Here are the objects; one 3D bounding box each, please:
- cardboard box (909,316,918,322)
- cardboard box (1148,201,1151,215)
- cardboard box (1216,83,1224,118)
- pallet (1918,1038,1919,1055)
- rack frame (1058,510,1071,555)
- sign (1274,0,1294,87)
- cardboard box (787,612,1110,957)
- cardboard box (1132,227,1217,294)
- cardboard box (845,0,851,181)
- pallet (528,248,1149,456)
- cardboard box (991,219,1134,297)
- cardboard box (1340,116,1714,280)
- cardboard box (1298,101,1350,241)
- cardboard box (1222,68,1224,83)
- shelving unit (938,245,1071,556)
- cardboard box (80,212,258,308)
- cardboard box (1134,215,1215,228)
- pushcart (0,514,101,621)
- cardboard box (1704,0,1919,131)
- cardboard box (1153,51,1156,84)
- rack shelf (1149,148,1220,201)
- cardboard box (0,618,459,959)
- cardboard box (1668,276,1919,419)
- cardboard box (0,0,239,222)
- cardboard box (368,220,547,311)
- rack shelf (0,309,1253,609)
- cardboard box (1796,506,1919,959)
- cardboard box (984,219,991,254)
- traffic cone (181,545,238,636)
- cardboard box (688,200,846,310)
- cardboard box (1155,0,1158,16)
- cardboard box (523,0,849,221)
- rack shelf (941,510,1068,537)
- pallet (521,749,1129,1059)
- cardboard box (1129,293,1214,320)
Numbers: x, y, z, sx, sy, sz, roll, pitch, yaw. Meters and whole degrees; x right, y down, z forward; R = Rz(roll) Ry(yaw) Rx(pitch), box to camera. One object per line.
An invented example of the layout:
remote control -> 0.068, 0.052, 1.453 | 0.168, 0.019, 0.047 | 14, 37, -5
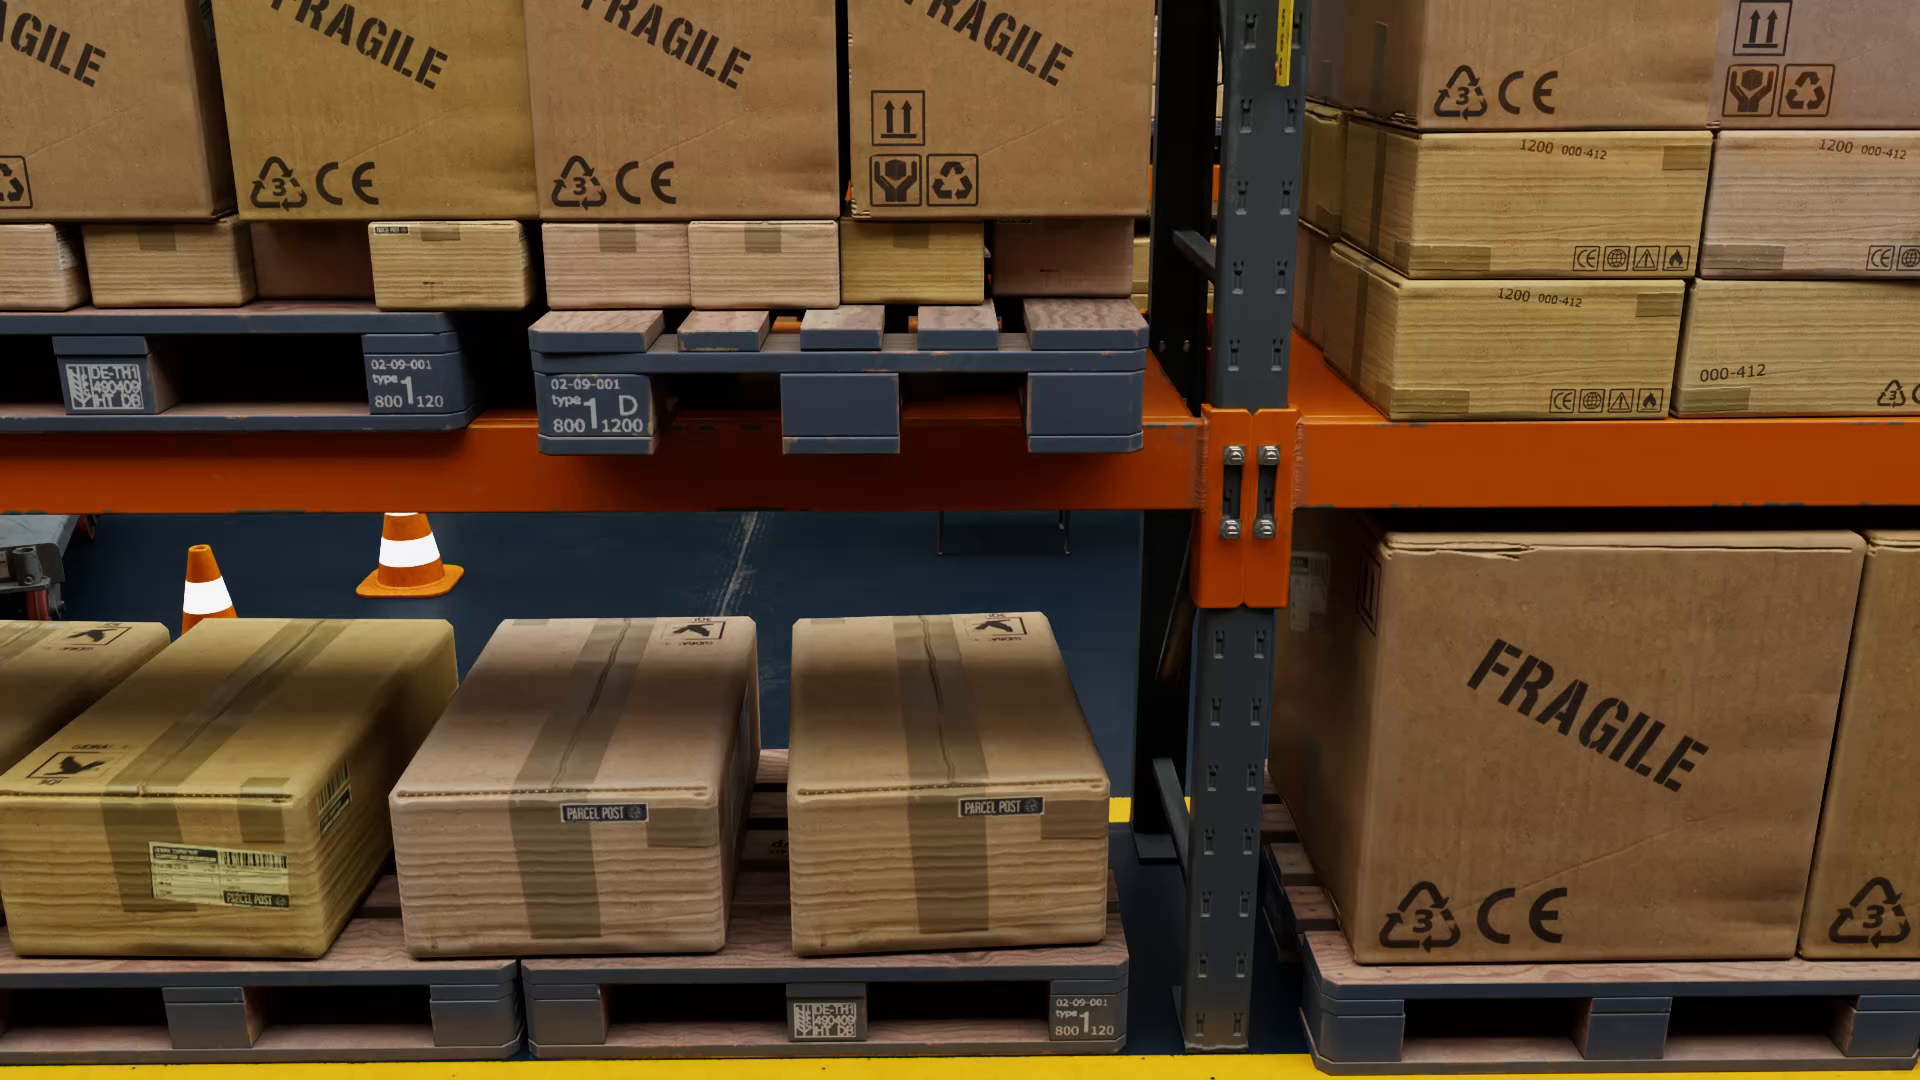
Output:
cardboard box -> -0.282, -1.215, 8.420 | 0.750, 0.750, 1.050 | -1, 18, -2
cardboard box -> 1.041, -2.762, 13.039 | 0.875, 0.875, 1.225 | -1, 18, -3
cardboard box -> 1.317, -2.085, 7.861 | 0.250, 0.149, 0.380 | 1, 18, 2
pallet -> 2.514, 0.792, 3.735 | 1.213, 0.211, 1.003 | 0, 18, -1
rack frame -> 0.410, -1.002, 6.233 | 0.015, 2.100, 0.400 | 0, 18, -1
sign -> 0.525, -0.898, 2.672 | 0.005, 0.325, 0.100 | 0, 18, -1
cardboard box -> -0.058, 0.500, 3.691 | 0.625, 0.372, 0.950 | -1, 18, -5
cardboard box -> 1.021, -1.358, 8.047 | 0.500, 0.250, 0.500 | -1, 18, -3
cardboard box -> -0.467, -1.004, 3.427 | 0.500, 0.500, 0.500 | 1, 18, 2
pallet -> -0.204, -0.423, 3.270 | 1.003, 0.211, 1.213 | 0, 18, -1
cardboard box -> 0.183, -0.557, 3.098 | 0.250, 0.149, 0.380 | 0, 18, 1
cardboard box -> 1.018, -0.644, 3.072 | 0.500, 0.250, 0.500 | 0, 18, -1
cardboard box -> 0.988, -0.797, 3.549 | 0.500, 0.250, 0.500 | 0, 18, -1
cardboard box -> 1.353, -2.229, 7.822 | 0.250, 0.149, 0.380 | -1, 18, -3
shelving unit -> 0.166, -1.001, 6.229 | 0.503, 2.100, 0.431 | 0, 18, -1
cardboard box -> -1.365, -0.526, 2.999 | 0.250, 0.149, 0.380 | -1, 18, -3
cardboard box -> 1.008, -1.512, 8.527 | 0.500, 0.250, 0.500 | -1, 18, -2
pushcart -> -3.578, 0.021, 5.863 | 0.936, 0.377, 1.648 | -7, 19, -20
cardboard box -> 1.500, -1.007, 2.976 | 0.500, 0.500, 0.500 | 0, 18, -1
cardboard box -> 0.814, -2.225, 7.809 | 0.250, 0.149, 0.380 | 1, 18, 2
rack shelf -> 2.328, -1.729, 8.204 | 4.000, 0.370, 1.077 | 0, 18, -1
cardboard box -> -1.554, 0.508, 3.666 | 0.625, 0.372, 0.950 | 0, 18, 1
cardboard box -> 1.514, -0.412, 3.168 | 0.500, 0.250, 0.500 | -1, 18, -2
cardboard box -> -1.510, -0.842, 2.922 | 0.500, 0.500, 0.500 | -1, 18, -3
cardboard box -> -0.862, -0.515, 2.965 | 0.250, 0.149, 0.380 | 0, 18, 0
rack shelf -> -1.492, -0.198, 3.433 | 4.000, 0.370, 1.077 | 0, 18, -1
cardboard box -> 2.091, 0.280, 3.554 | 0.875, 0.875, 0.875 | 0, 18, 0
cardboard box -> 0.179, -0.686, 3.499 | 0.250, 0.149, 0.380 | -1, 18, -4
traffic cone -> -2.274, 0.243, 5.032 | 0.334, 0.463, 0.336 | 0, 18, -1
cardboard box -> -0.335, -0.519, 2.979 | 0.250, 0.149, 0.380 | 0, 18, -1
cardboard box -> 1.734, -4.103, 12.622 | 0.637, 0.503, 0.797 | 0, 18, 0
cardboard box -> -0.460, -0.847, 2.938 | 0.500, 0.500, 0.500 | -1, 18, -2
rack shelf -> 0.166, -0.321, 6.447 | 0.480, 0.518, 0.431 | 0, 18, -1
pallet -> -0.274, 0.781, 3.769 | 1.213, 0.211, 1.003 | 0, 18, -1
cardboard box -> 1.039, -0.997, 8.150 | 0.500, 0.500, 0.500 | -1, 18, -3
